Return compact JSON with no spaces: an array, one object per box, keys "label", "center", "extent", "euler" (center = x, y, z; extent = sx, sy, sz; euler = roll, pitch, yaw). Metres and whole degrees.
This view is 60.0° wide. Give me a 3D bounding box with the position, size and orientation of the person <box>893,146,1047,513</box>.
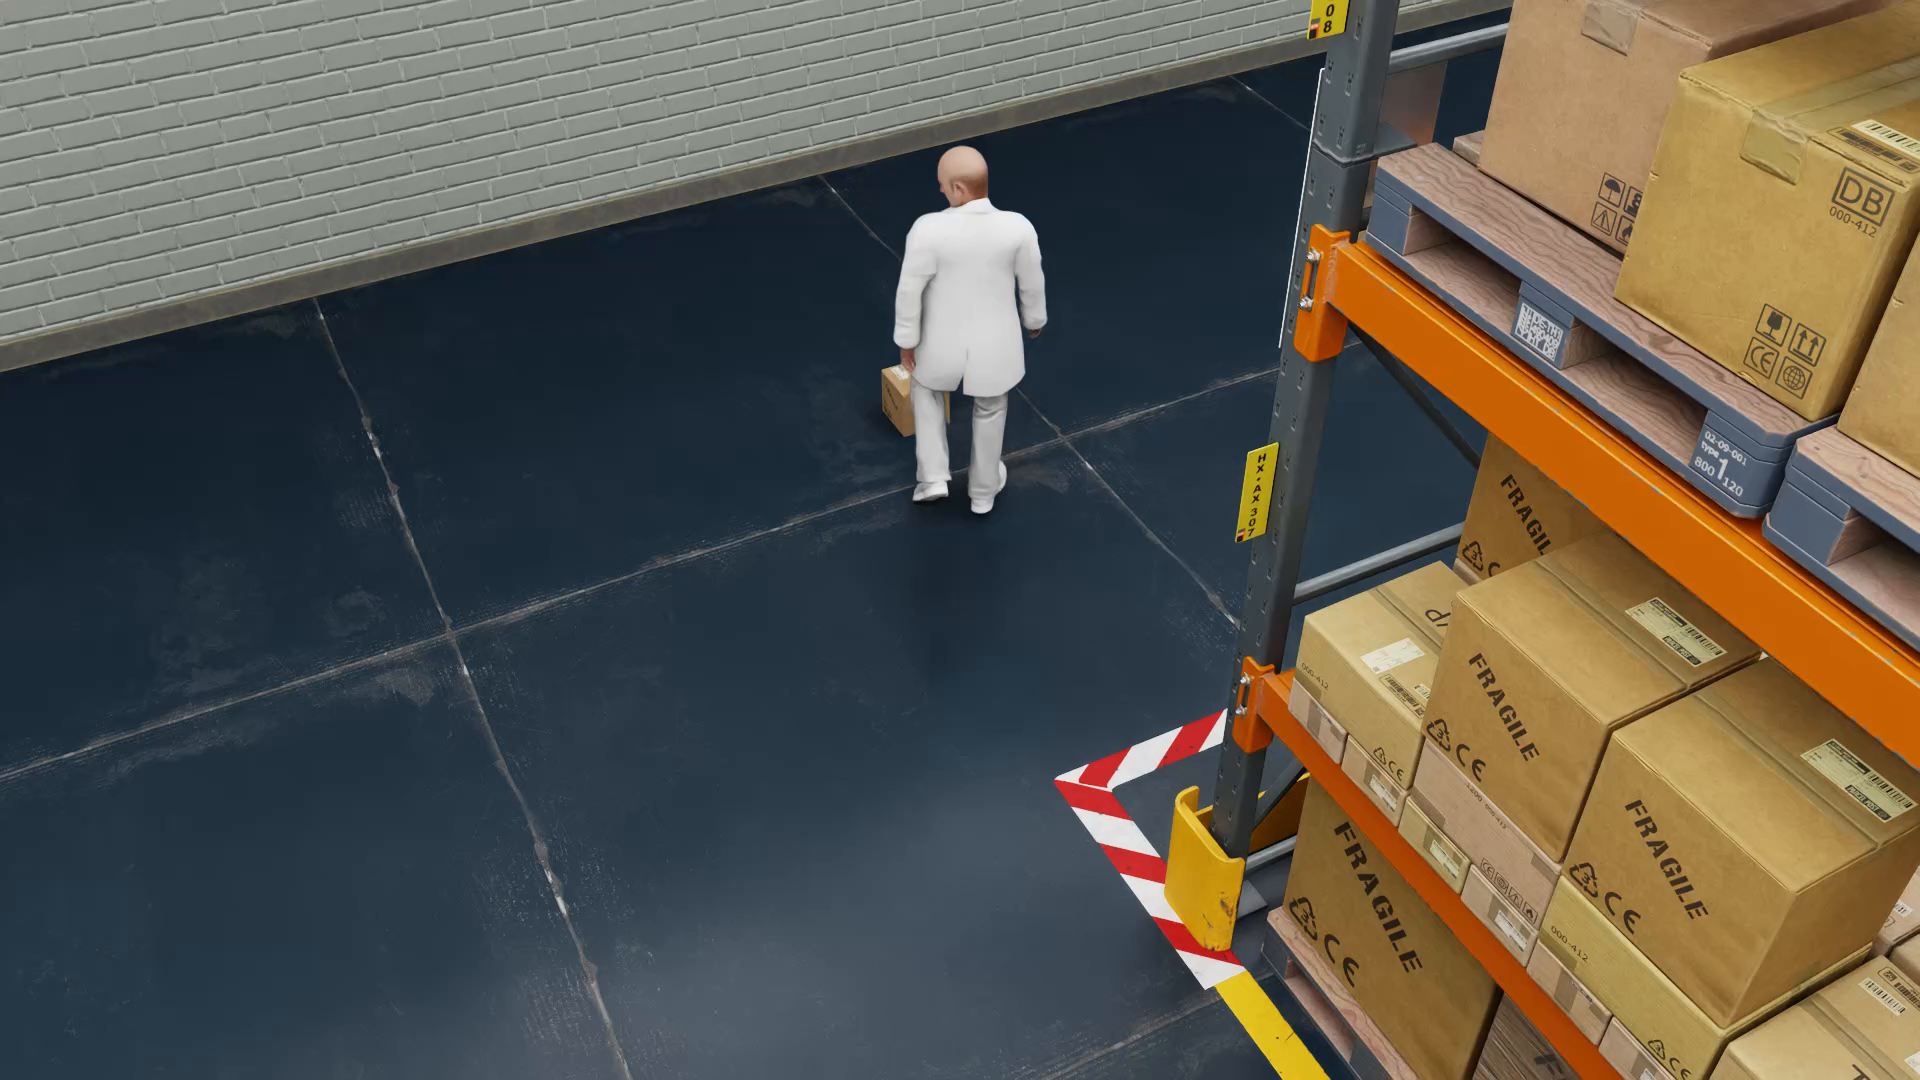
[{"label":"person","center":[0.047,-0.867,7.151],"extent":[0.657,1.793,0.499],"euler":[1,41,1]}]
